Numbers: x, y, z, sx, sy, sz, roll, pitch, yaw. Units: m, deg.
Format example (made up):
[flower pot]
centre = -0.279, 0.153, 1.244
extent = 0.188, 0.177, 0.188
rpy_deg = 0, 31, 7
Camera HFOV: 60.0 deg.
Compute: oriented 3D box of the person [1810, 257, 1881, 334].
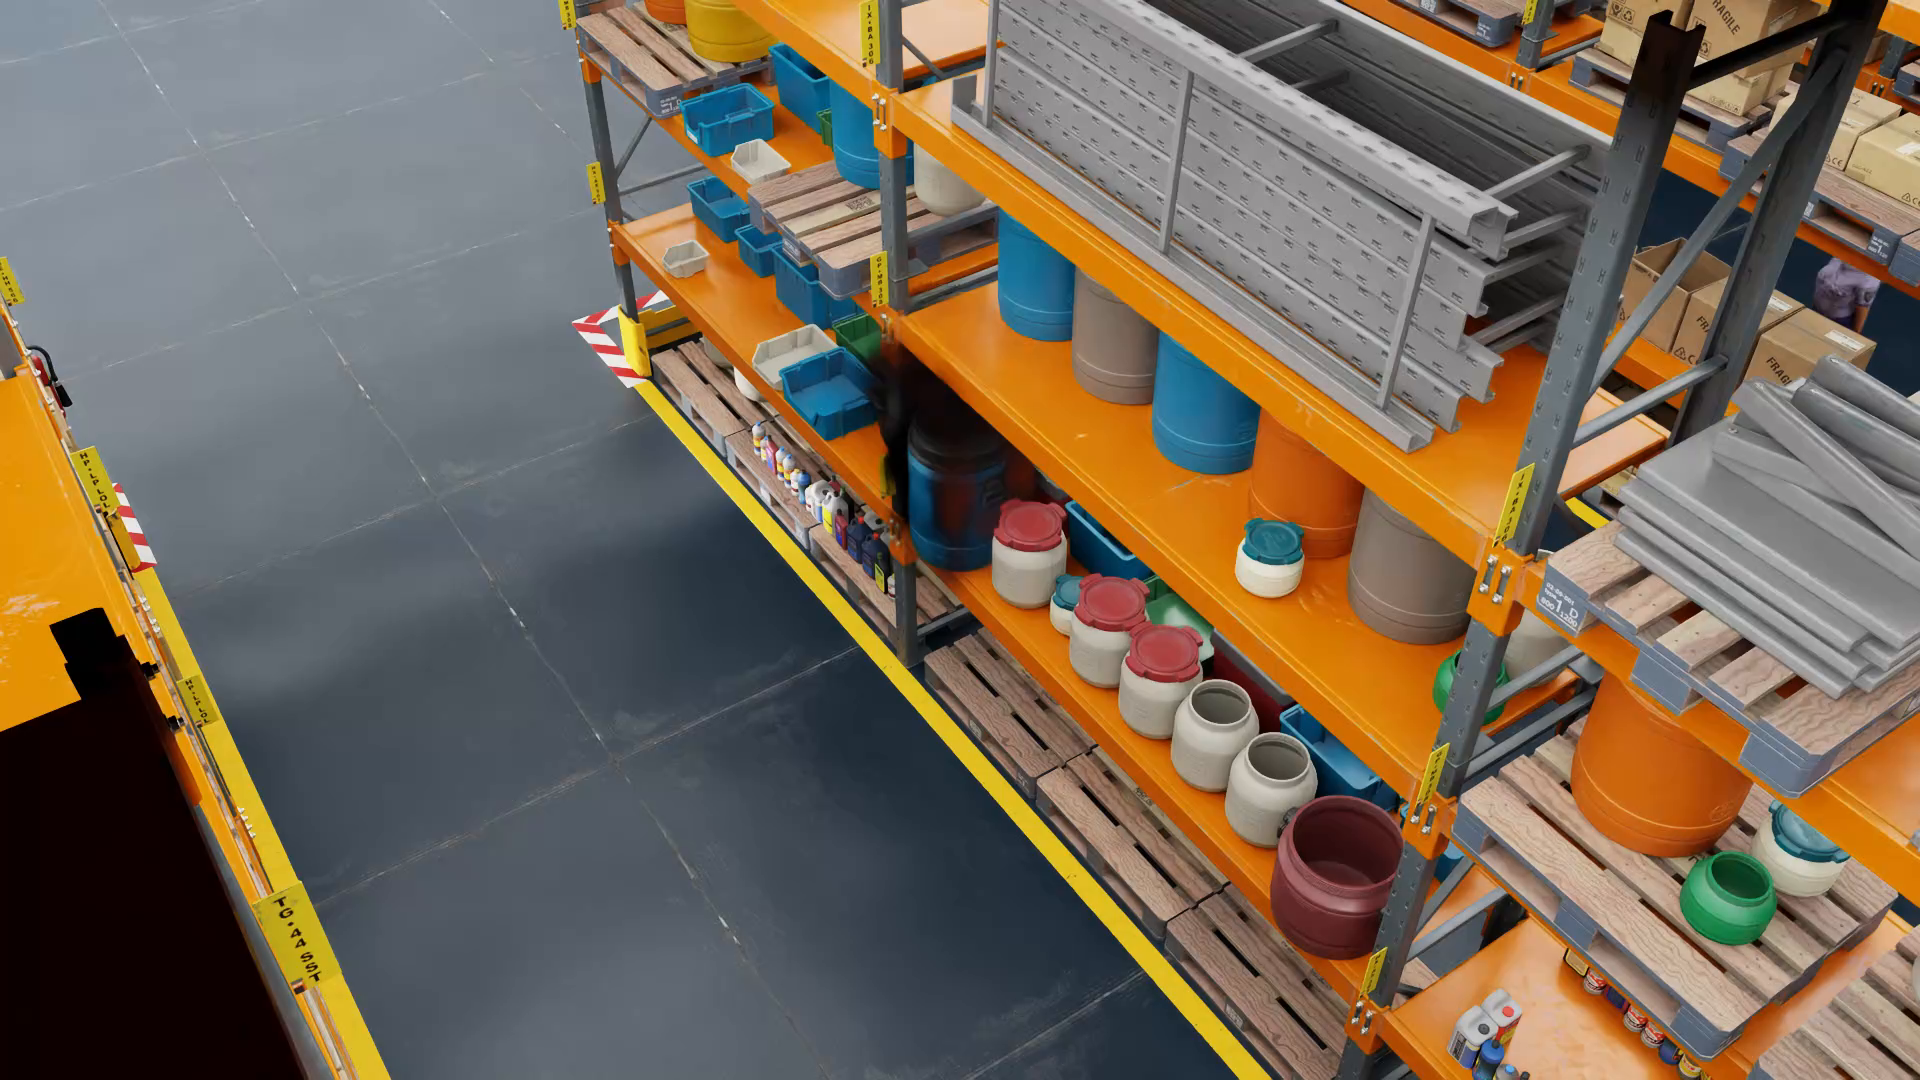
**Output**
[person]
centre = 6.384, -1.586, 12.276
extent = 0.611, 1.636, 0.540
rpy_deg = 10, 44, 11
